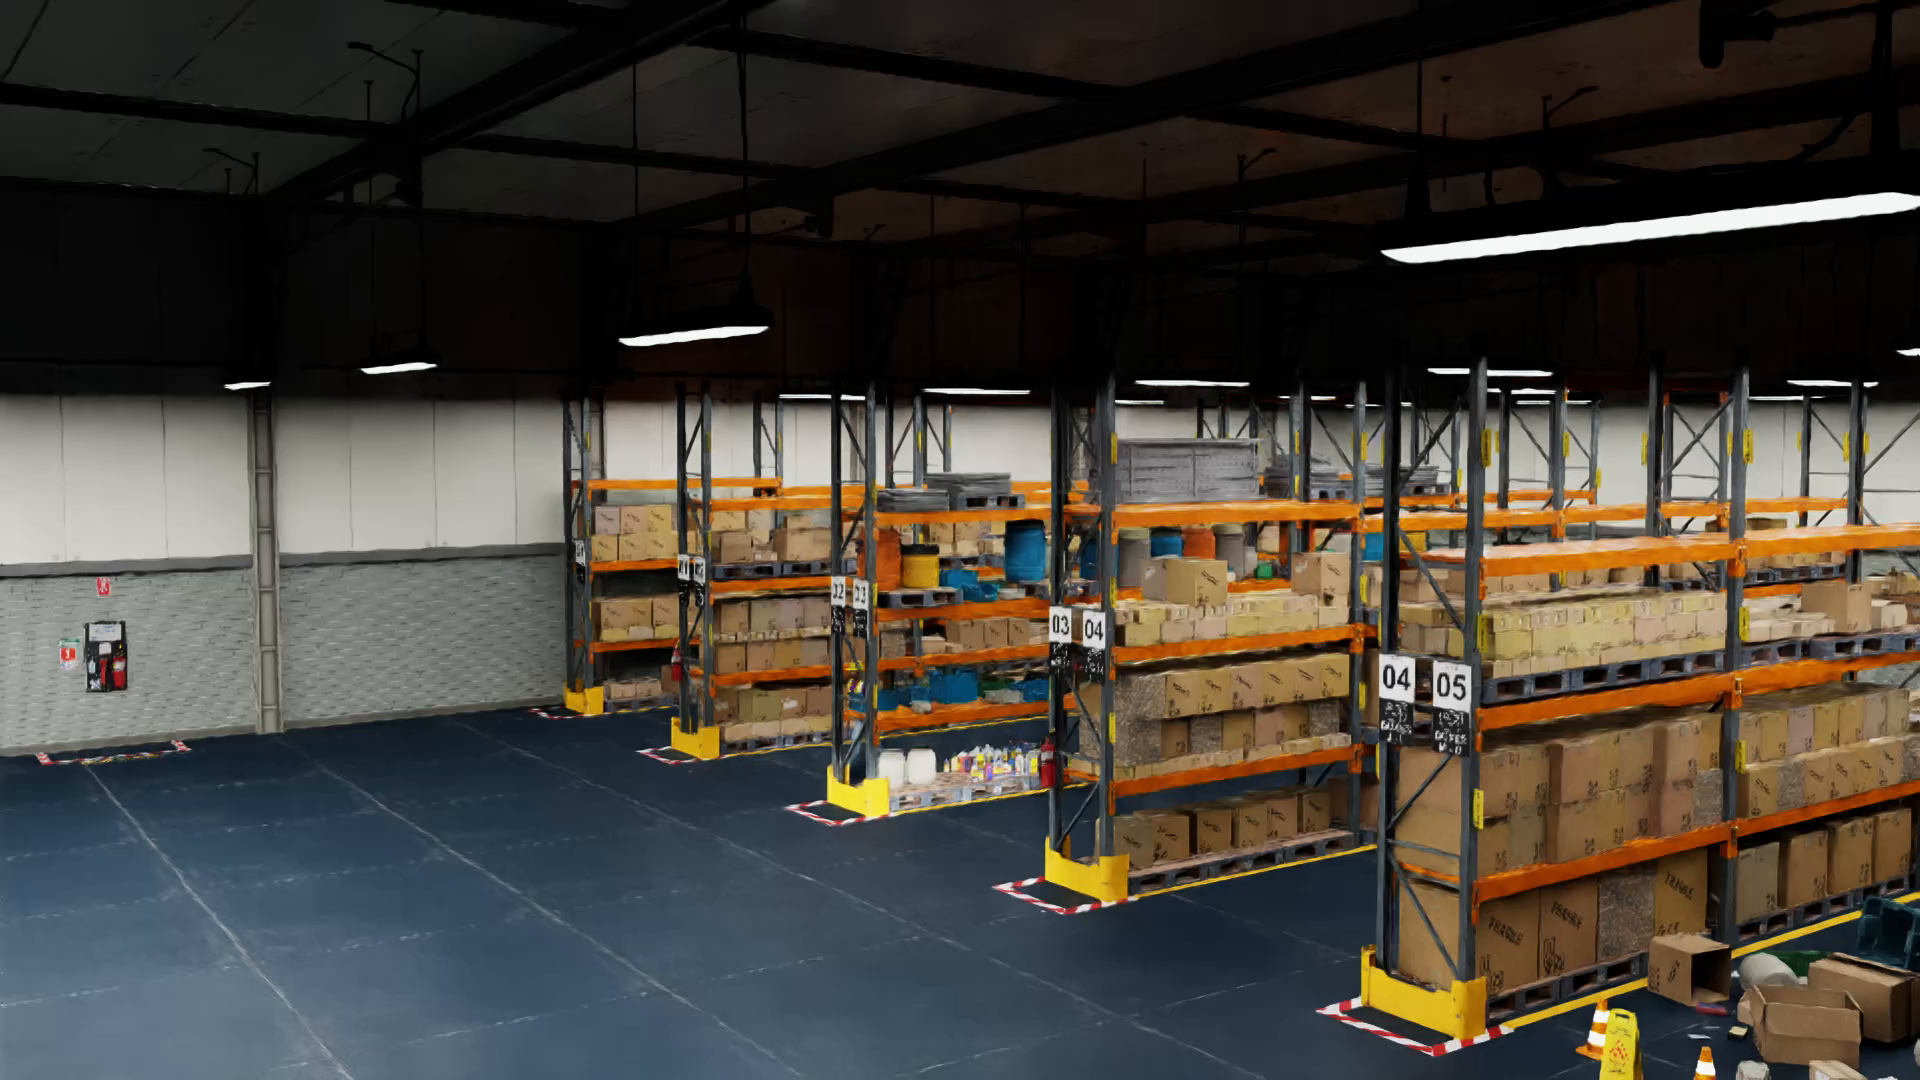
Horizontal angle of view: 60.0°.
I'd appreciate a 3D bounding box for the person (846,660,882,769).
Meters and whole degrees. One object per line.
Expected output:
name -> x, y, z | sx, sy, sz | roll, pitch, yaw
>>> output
person -> -1.556, 2.672, 25.401 | 1.113, 1.686, 0.582 | -3, 5, -37
